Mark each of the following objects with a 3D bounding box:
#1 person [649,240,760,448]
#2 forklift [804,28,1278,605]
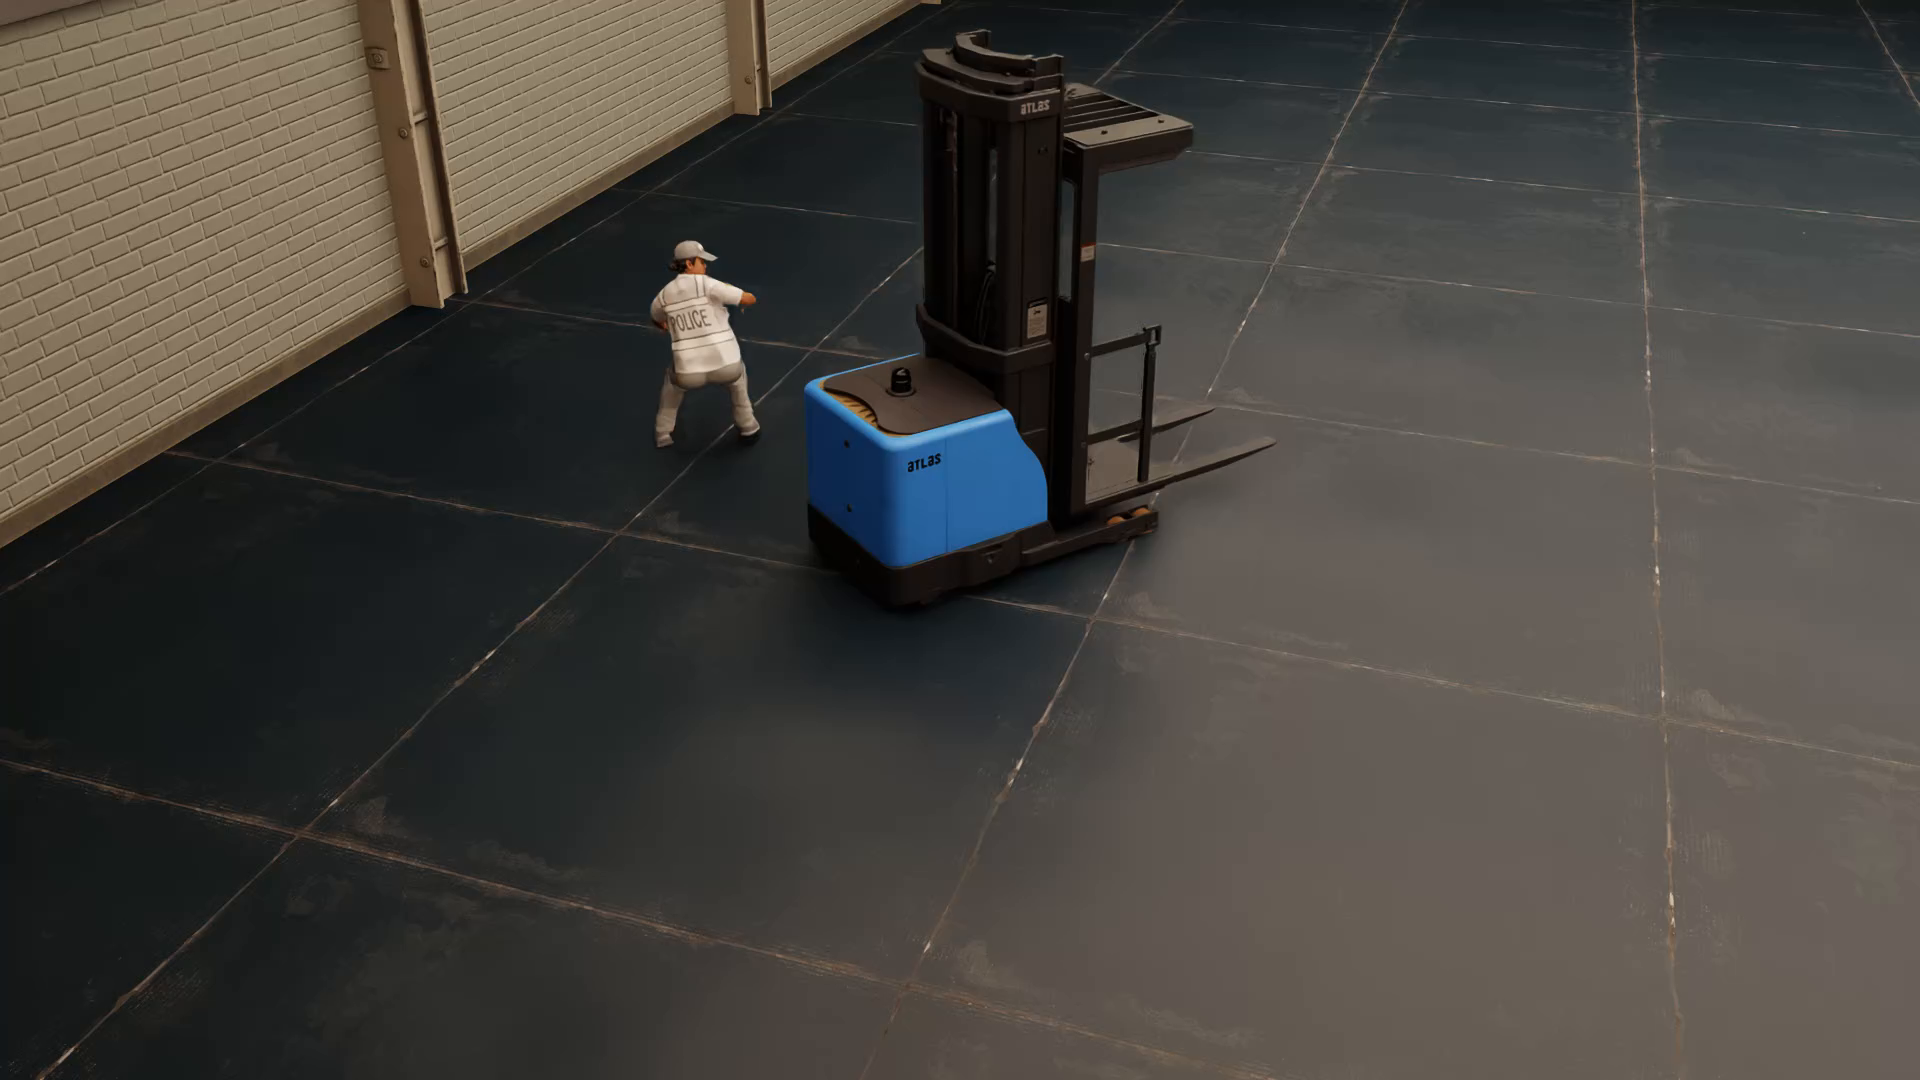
[{"bbox_3d":[-1.686,-1.279,10.971,0.745,1.428,0.875,-1,30,-1],"label":"person"},{"bbox_3d":[0.608,-1.449,9.679,3.031,2.935,1.130,-18,34,-28],"label":"forklift"}]
